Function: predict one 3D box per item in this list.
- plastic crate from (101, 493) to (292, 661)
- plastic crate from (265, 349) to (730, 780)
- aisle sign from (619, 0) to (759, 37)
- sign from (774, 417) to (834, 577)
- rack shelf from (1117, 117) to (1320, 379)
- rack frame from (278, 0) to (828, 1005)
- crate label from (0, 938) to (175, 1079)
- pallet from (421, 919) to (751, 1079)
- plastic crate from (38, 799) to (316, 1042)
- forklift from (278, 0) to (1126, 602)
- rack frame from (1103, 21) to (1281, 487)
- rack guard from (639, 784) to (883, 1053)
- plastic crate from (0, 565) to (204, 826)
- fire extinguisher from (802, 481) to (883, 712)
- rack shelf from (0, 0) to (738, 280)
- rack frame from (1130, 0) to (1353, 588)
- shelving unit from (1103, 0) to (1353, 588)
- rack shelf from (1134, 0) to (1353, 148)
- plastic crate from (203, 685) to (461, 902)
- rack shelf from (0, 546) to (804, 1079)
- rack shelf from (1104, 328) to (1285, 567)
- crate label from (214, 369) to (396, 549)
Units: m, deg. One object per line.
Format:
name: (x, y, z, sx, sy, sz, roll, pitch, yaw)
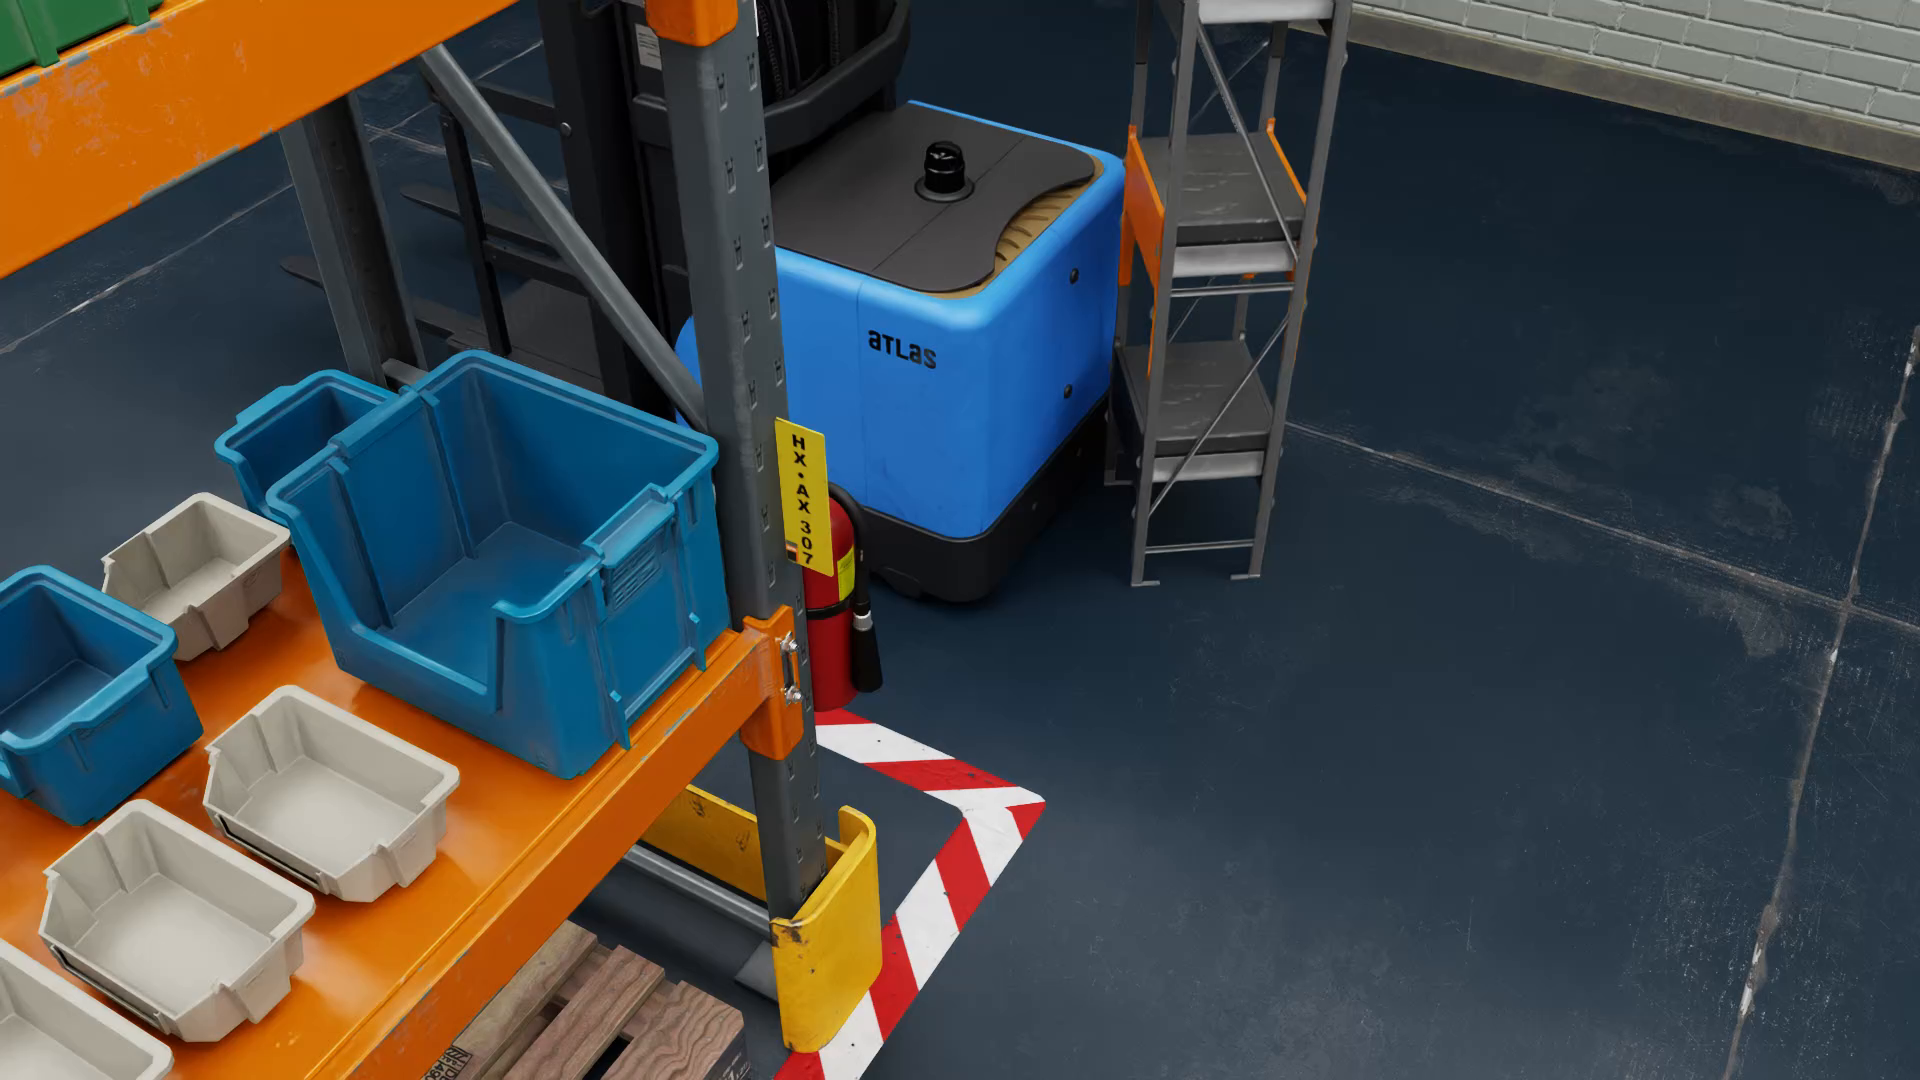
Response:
plastic crate: (-1.399, 0.082, 3.041, 0.250, 0.136, 0.298, 21, 45, 22)
plastic crate: (-0.764, 0.035, 2.869, 0.616, 0.435, 0.499, 21, 45, 22)
aisle sign: (-0.469, -1.103, 2.266, 0.394, 0.787, 0.004, 21, 45, 22)
sign: (-0.274, -0.072, 2.938, 0.100, 0.325, 0.005, 21, 45, 22)
rack shelf: (0.696, -0.810, 4.601, 0.431, 0.518, 0.480, -4, 42, -4)
rack frame: (-0.758, -0.183, 3.188, 1.000, 3.000, 0.127, 21, 45, 22)
crate label: (-1.285, 0.748, 2.285, 0.396, 0.136, 0.243, 21, 45, 22)
pallet: (-1.204, 1.323, 3.588, 1.003, 0.211, 1.213, 21, 45, 22)
plastic crate: (-1.167, 0.581, 2.475, 0.396, 0.136, 0.243, 21, 45, 22)
forklift: (-1.010, -1.635, 4.889, 3.031, 2.935, 1.130, 21, 45, 22)
rack frame: (0.671, -0.980, 4.774, 0.400, 2.100, 0.015, -4, 42, -4)
rack guard: (-0.757, 0.737, 4.035, 1.175, 0.500, 0.348, 21, 45, 22)
plastic crate: (-1.496, 0.266, 2.759, 0.416, 0.233, 0.300, 21, 45, 22)
fire extinguisher: (-0.289, 0.050, 3.264, 0.296, 0.674, 0.183, 21, 45, 22)
rack shelf: (-1.759, 0.106, 1.135, 1.077, 0.370, 4.000, 21, 45, 22)
rack frame: (0.721, -0.660, 4.410, 0.400, 2.100, 0.015, -4, 42, -4)
shelving unit: (0.696, -0.820, 4.592, 0.431, 2.100, 0.503, -4, 42, -4)
rack shelf: (0.696, -1.335, 4.139, 0.431, 0.518, 0.480, -4, 42, -4)
plastic crate: (-1.009, 0.420, 2.658, 0.396, 0.136, 0.243, 21, 45, 22)
rack shelf: (-1.759, 1.231, 2.126, 1.077, 0.370, 4.000, 21, 45, 22)
rack shelf: (0.696, -0.284, 5.064, 0.431, 0.518, 0.480, -4, 42, -4)
crate label: (-1.167, -0.110, 3.187, 0.416, 0.233, 0.303, 21, 45, 22)
